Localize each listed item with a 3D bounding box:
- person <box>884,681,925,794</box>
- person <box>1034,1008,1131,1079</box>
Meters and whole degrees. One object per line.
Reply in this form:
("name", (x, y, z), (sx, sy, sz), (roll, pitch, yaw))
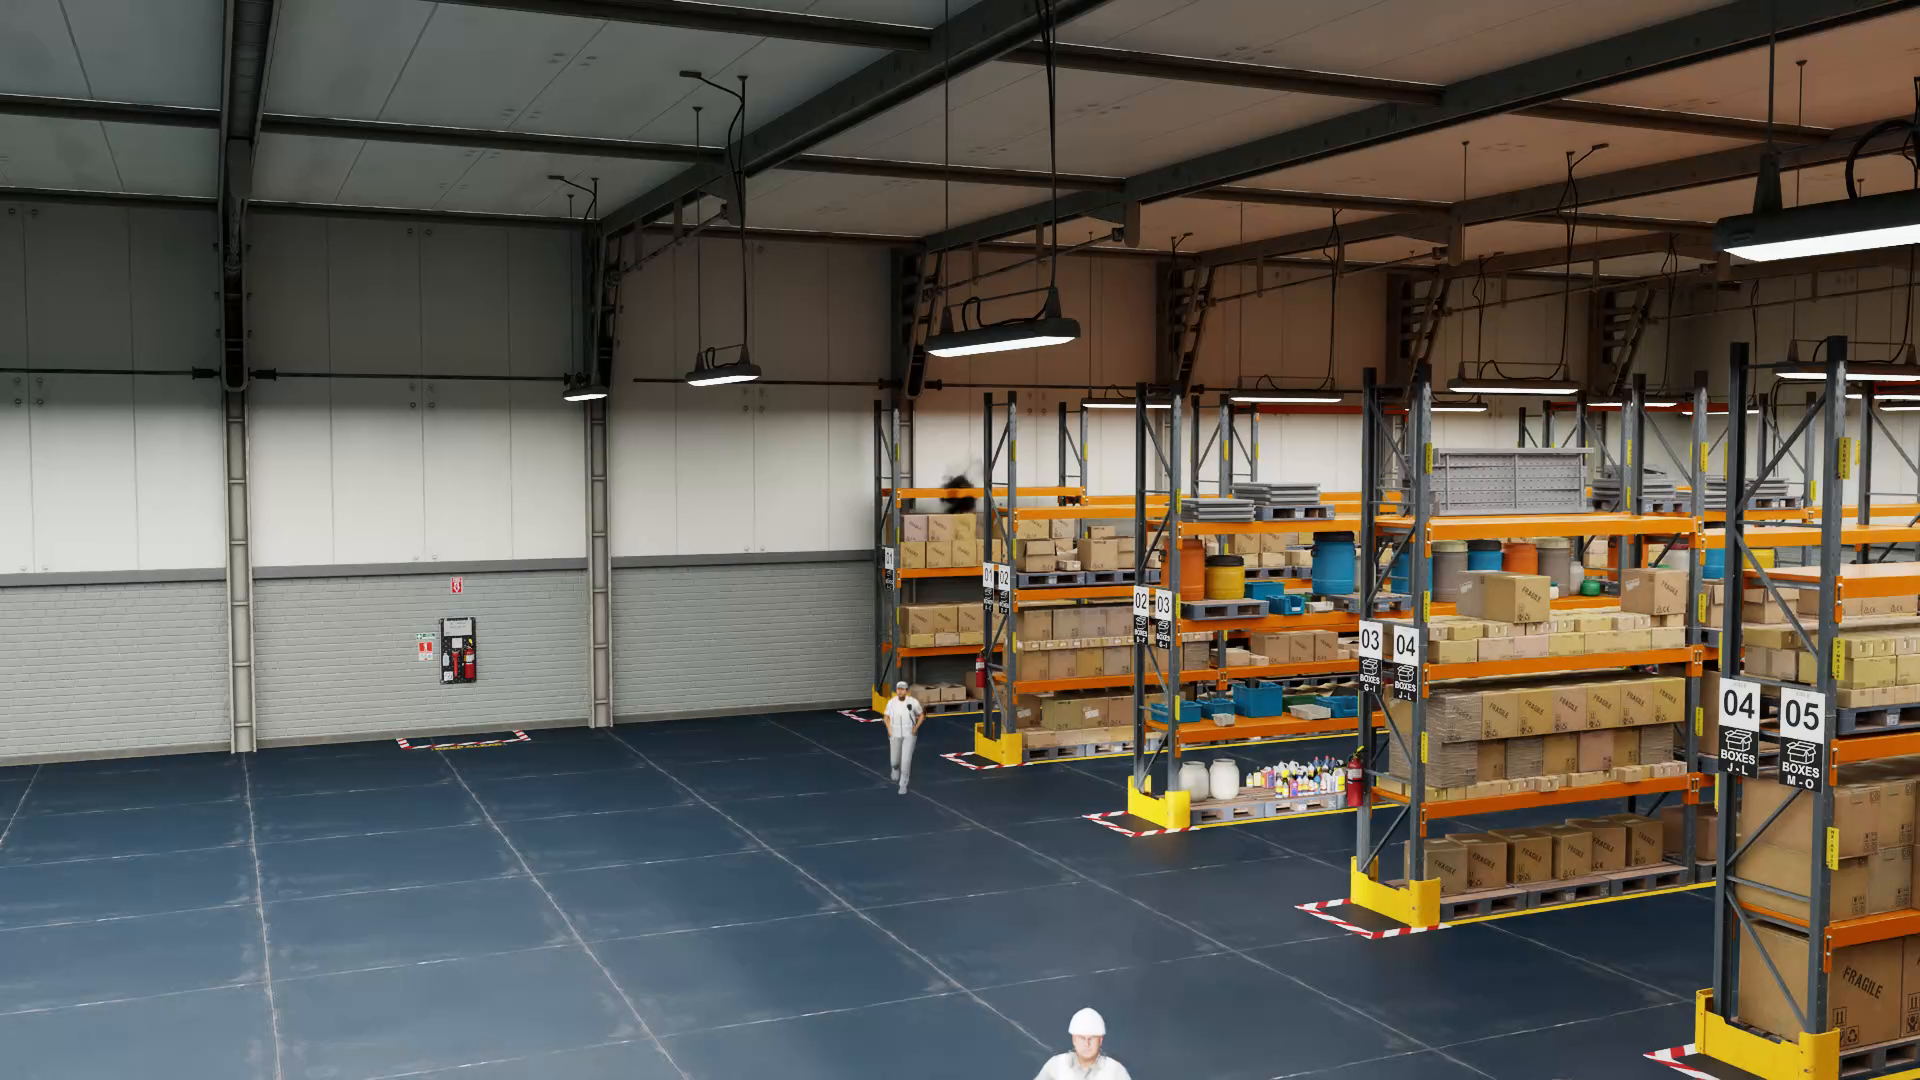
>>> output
("person", (-0.826, 2.919, 24.801), (0.608, 1.652, 0.654), (0, 3, 6))
("person", (0.744, 3.690, 9.894), (0.633, 1.822, 0.825), (0, 3, 3))
